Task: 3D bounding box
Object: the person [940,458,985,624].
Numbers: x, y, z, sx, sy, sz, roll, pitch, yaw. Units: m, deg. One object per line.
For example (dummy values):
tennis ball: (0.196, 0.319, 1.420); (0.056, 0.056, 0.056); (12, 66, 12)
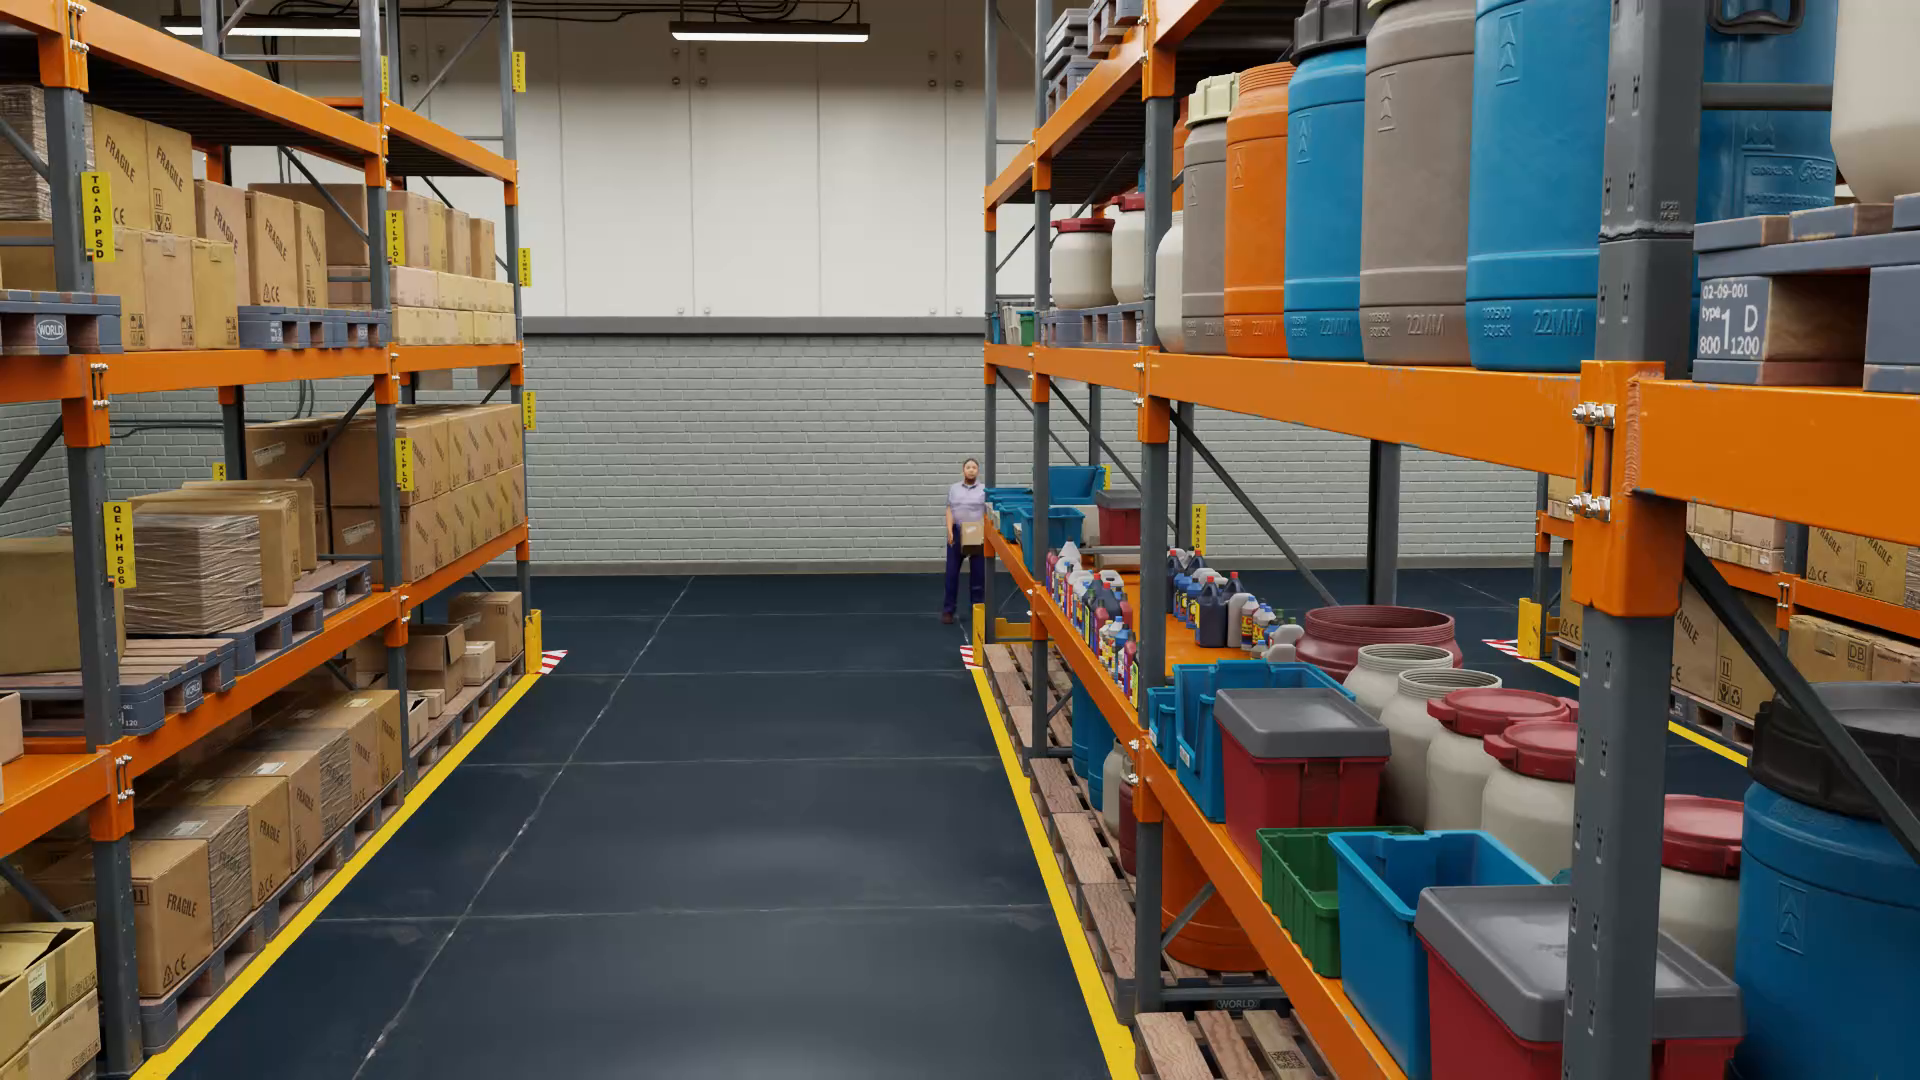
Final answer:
person: (0.072, 0.009, 16.724); (0.503, 1.650, 0.474); (1, 7, 9)
